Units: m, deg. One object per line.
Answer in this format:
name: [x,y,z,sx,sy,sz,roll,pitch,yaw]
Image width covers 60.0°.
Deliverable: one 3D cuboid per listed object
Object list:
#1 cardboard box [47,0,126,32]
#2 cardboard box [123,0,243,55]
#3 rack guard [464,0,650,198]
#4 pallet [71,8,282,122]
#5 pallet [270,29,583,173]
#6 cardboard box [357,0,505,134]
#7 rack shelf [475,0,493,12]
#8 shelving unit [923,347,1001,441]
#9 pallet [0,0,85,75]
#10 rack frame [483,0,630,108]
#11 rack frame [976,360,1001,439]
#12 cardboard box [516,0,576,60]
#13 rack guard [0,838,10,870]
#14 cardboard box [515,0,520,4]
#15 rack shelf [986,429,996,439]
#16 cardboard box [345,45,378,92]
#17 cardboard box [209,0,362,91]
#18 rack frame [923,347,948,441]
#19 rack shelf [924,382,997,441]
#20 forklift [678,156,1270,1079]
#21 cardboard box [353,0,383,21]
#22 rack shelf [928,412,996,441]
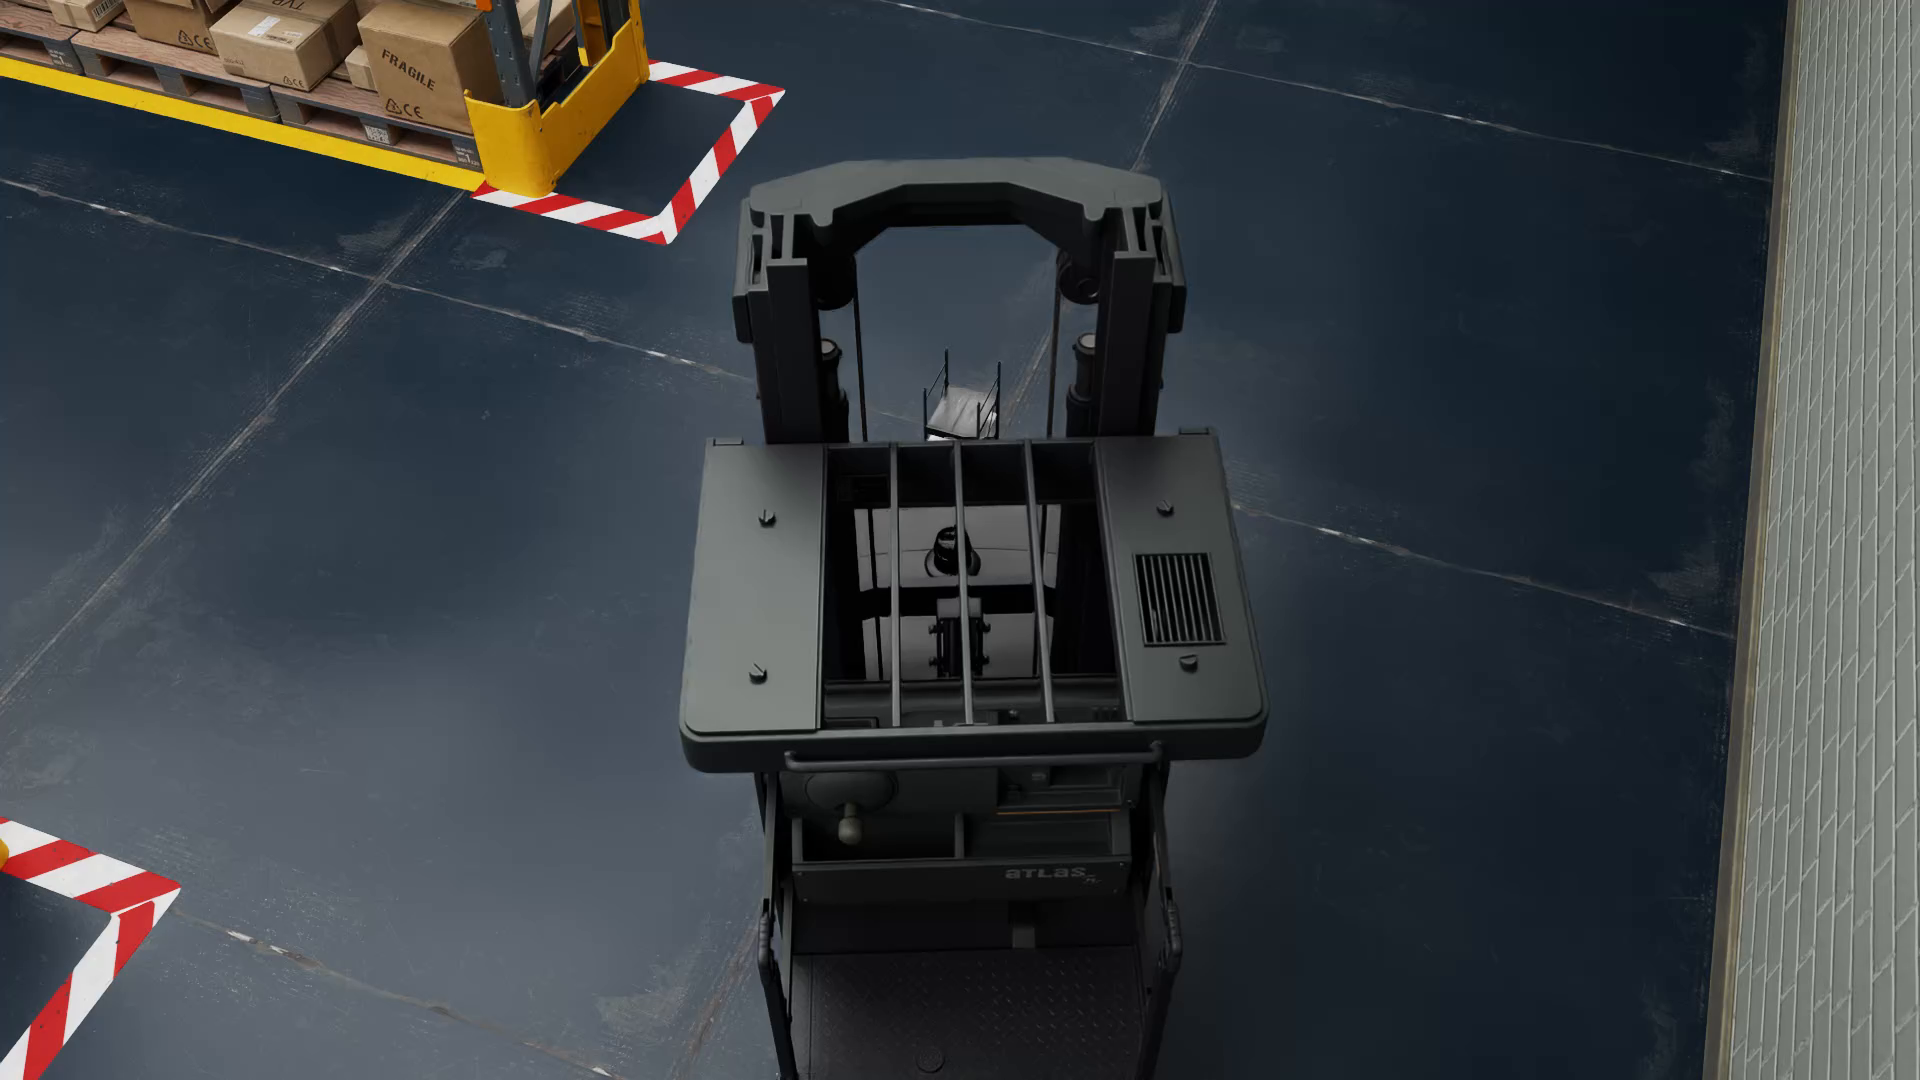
cardboard box: [-4.519,-2.844,8.680,0.250,0.166,0.380,16,51,13]
cardboard box: [-3.888,-2.948,8.548,0.637,0.503,0.797,16,51,13]
rack guard: [-1.971,-2.264,8.248,0.348,0.500,1.175,16,51,13]
pallet: [-3.860,-2.698,8.815,1.213,0.211,1.003,16,51,13]
pallet: [-2.720,-2.377,8.538,1.213,0.211,1.003,16,51,13]
cardboard box: [-2.495,-2.356,8.036,0.500,0.500,0.500,16,51,13]
rack shelf: [-3.776,-3.351,8.012,4.000,0.370,1.077,16,51,13]
shelving unit: [0.008,-0.293,6.275,0.210,0.900,0.258,16,51,13]
pallet: [-5.008,-3.016,9.091,1.213,0.211,1.003,16,51,13]
rack frame: [-1.900,-3.063,7.286,0.127,3.000,1.000,16,51,13]
rack frame: [0.103,-0.266,6.252,0.006,0.900,0.240,16,51,13]
cardboard box: [-2.174,-2.626,8.503,0.250,0.149,0.380,16,51,13]
rack guard: [-3.593,1.263,5.191,0.348,0.500,1.175,16,51,13]
cardboard box: [-2.408,-2.698,8.553,0.250,0.166,0.380,16,51,13]
rack shelf: [0.008,-0.330,6.232,0.200,0.077,0.258,16,51,13]
cardboard box: [-2.844,-2.416,8.310,0.250,0.166,0.380,16,51,13]
cardboard box: [-3.376,-2.544,8.365,0.500,0.250,0.500,16,51,13]
rack frame: [-0.088,-0.319,6.298,0.006,0.900,0.240,16,51,13]
rack shelf: [0.008,-0.448,6.096,0.200,0.077,0.258,16,51,13]
forklift: [0.014,0.675,4.092,1.130,2.935,3.031,-1,49,-1]
cardboard box: [-2.781,-2.781,8.570,0.500,0.250,0.500,16,51,13]
rack shelf: [0.008,-0.389,6.164,0.200,0.077,0.258,16,51,13]
